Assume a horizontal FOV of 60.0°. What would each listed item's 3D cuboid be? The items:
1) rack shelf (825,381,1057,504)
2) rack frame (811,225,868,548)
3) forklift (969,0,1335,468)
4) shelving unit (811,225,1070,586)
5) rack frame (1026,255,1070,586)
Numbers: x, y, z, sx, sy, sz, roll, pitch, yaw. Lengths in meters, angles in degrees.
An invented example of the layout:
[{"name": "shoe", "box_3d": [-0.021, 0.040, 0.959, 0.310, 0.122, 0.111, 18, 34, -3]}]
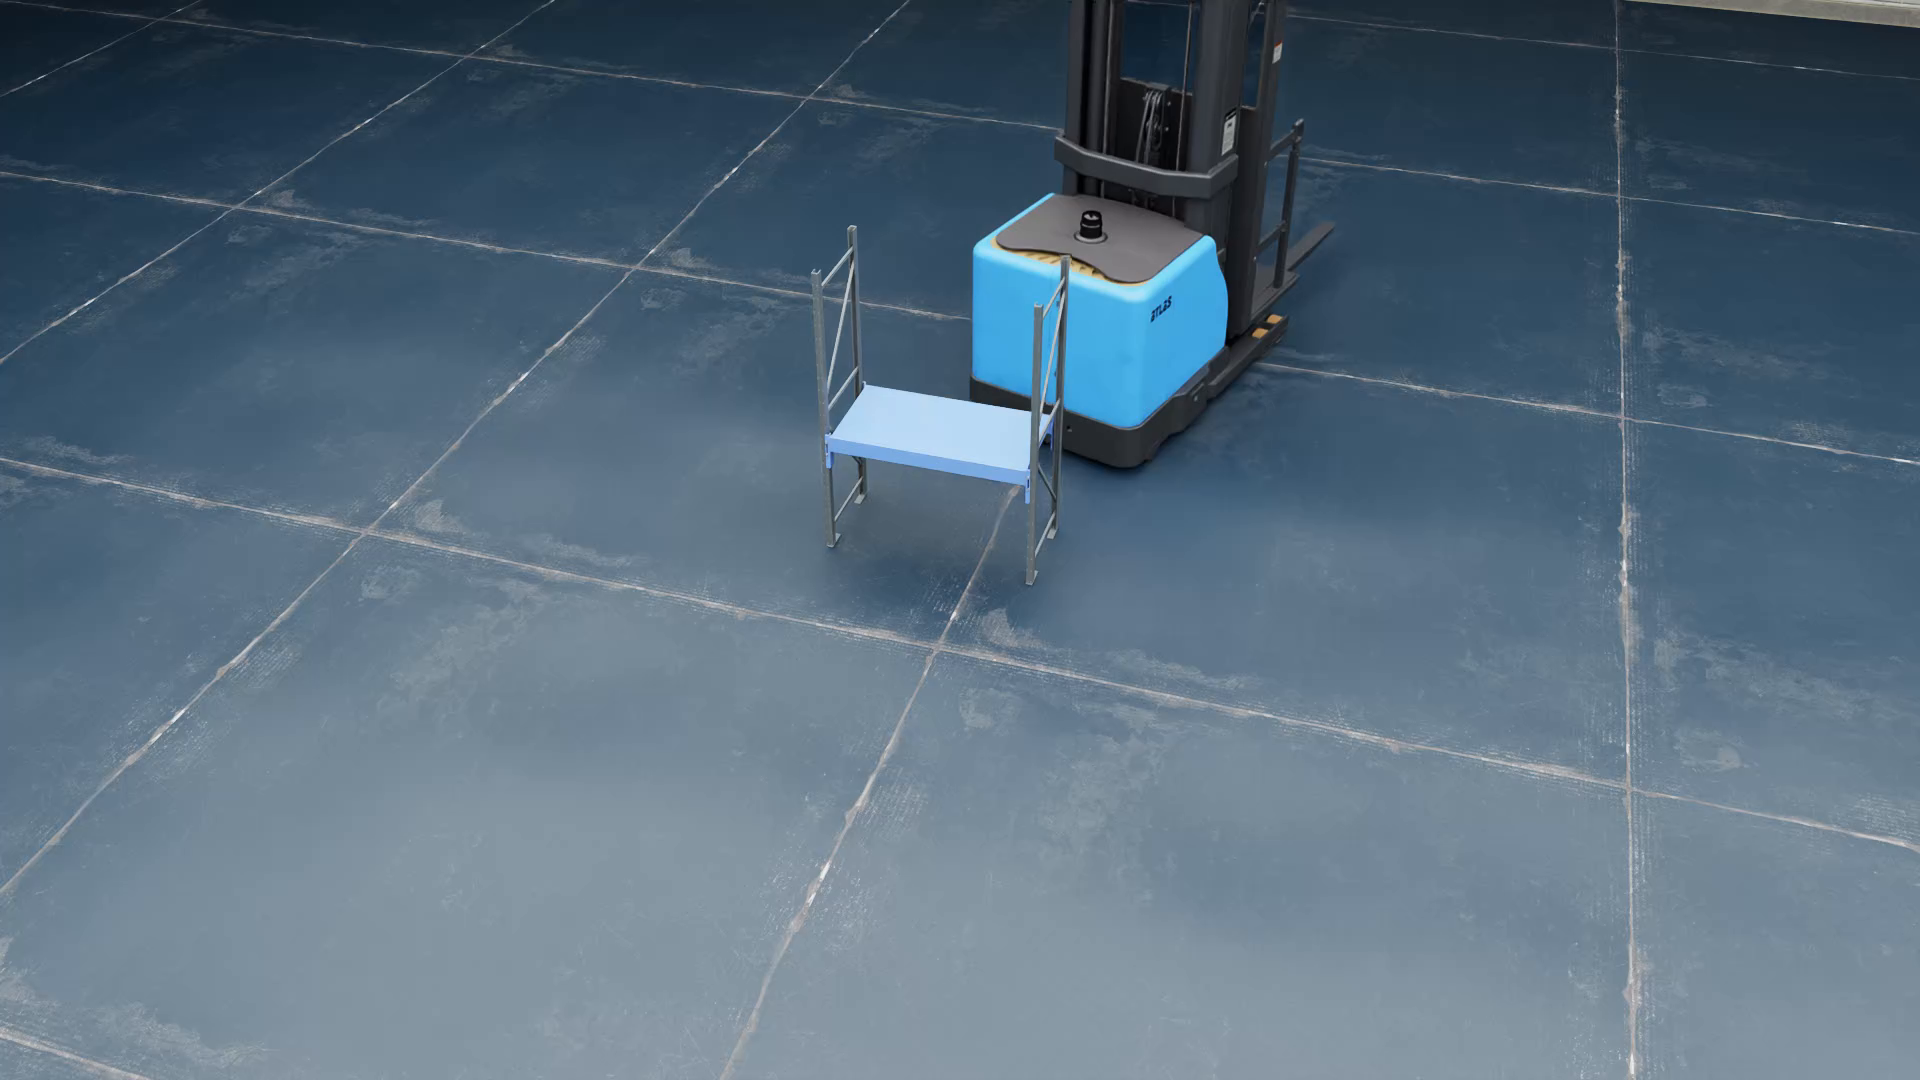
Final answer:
[{"name": "rack shelf", "box_3d": [-0.081, -0.474, 7.933, 1.000, 0.185, 0.538, 10, 38, 14]}, {"name": "rack frame", "box_3d": [-0.567, -0.709, 7.948, 0.032, 1.500, 0.500, 10, 38, 14]}, {"name": "forklift", "box_3d": [1.285, -2.392, 9.027, 1.130, 2.935, 3.031, 21, 41, 26]}, {"name": "shelving unit", "box_3d": [-0.081, -0.619, 7.826, 1.048, 1.500, 0.538, 10, 38, 14]}, {"name": "rack frame", "box_3d": [0.404, -0.529, 7.704, 0.032, 1.500, 0.500, 10, 38, 14]}]
